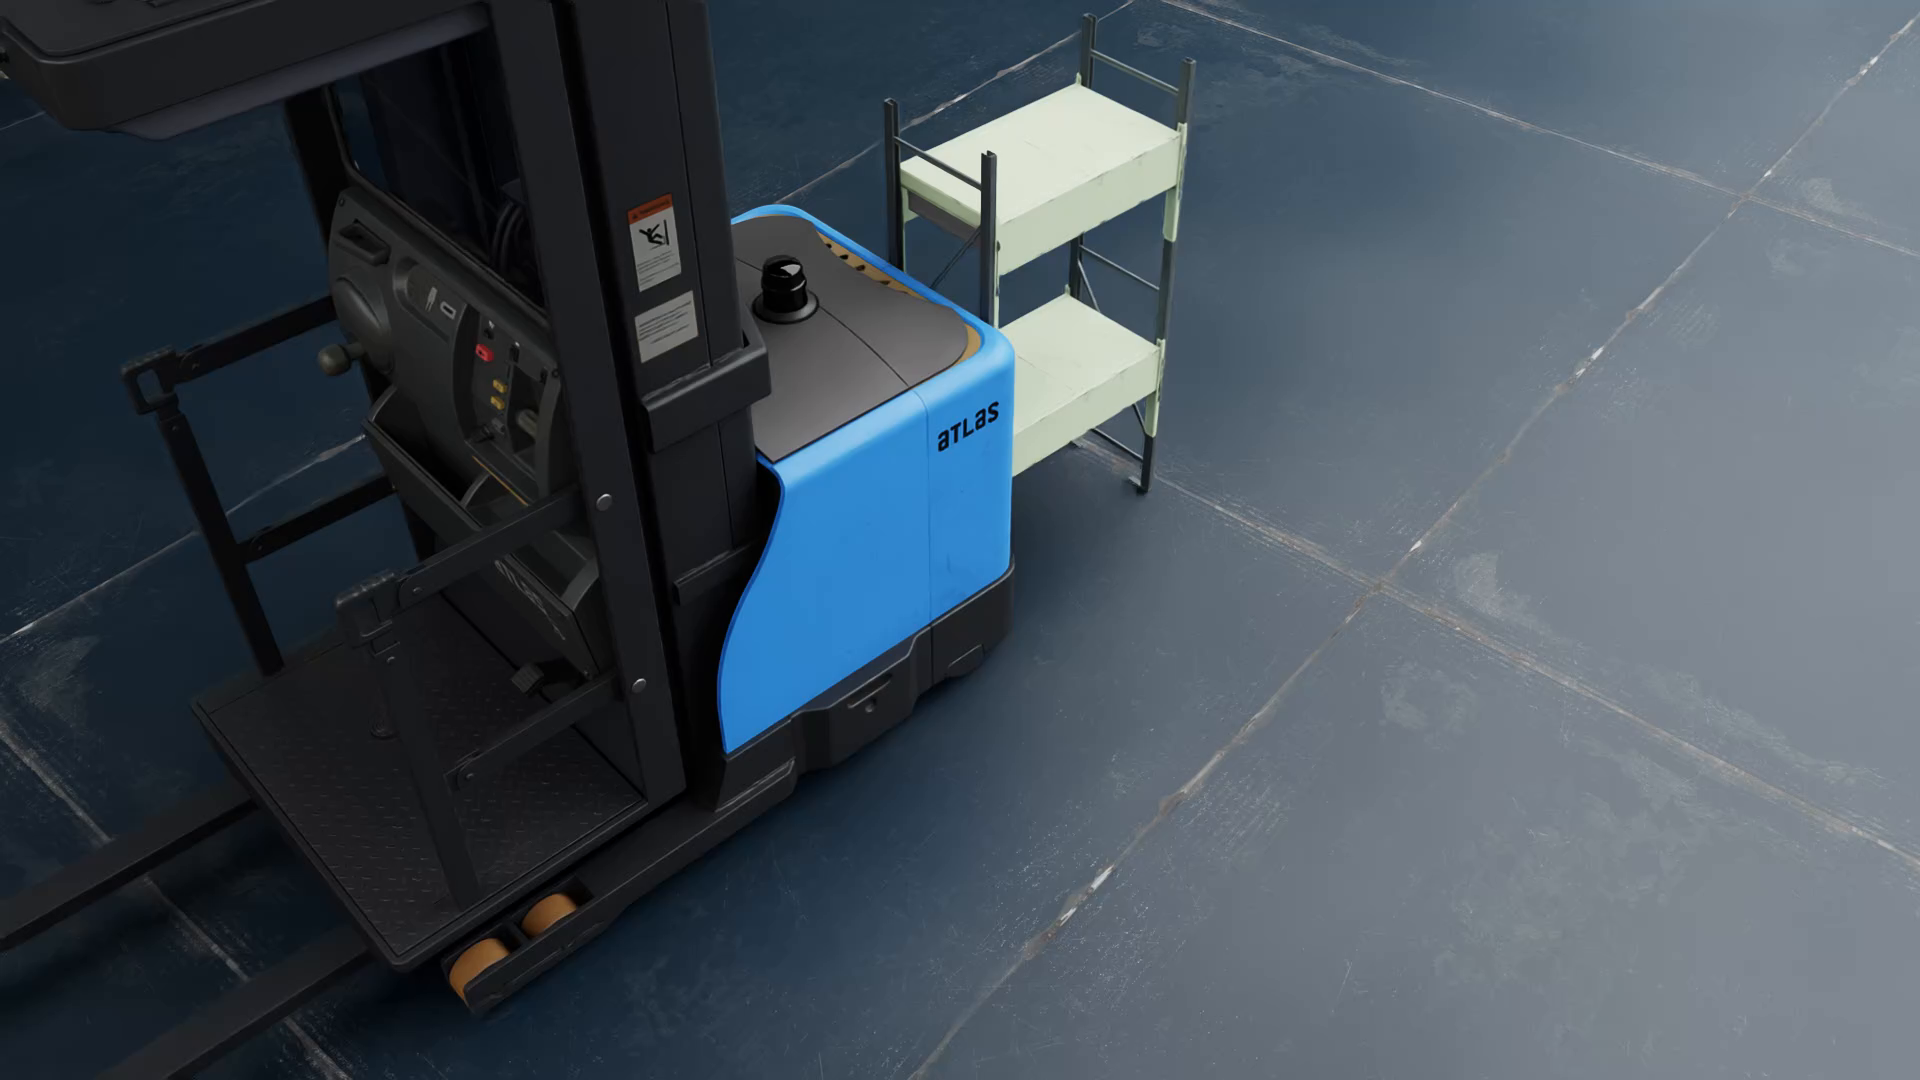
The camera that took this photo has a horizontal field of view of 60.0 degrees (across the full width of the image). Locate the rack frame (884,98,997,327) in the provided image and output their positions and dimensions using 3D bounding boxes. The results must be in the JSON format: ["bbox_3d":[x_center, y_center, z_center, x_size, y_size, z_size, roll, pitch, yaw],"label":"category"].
[{"bbox_3d":[-0.053,-0.477,4.660,0.023,1.500,0.400,-32,51,-30],"label":"rack frame"}]

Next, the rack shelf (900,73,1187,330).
[{"bbox_3d":[0.216,-0.933,4.582,0.720,0.370,0.431,-32,51,-30],"label":"rack shelf"}]

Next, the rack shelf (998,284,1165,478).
[{"bbox_3d":[0.216,-0.403,5.063,0.720,0.370,0.431,-32,51,-30],"label":"rack shelf"}]

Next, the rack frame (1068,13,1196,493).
[{"bbox_3d":[0.485,-0.812,5.028,0.023,1.500,0.400,-32,51,-30],"label":"rack frame"}]

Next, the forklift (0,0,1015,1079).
[{"bbox_3d":[-1.267,-0.358,3.465,3.031,2.935,1.130,-32,51,-30],"label":"forklift"}]

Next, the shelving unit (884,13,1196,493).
[{"bbox_3d":[0.216,-0.645,4.844,0.755,1.500,0.431,-32,51,-30],"label":"shelving unit"}]
